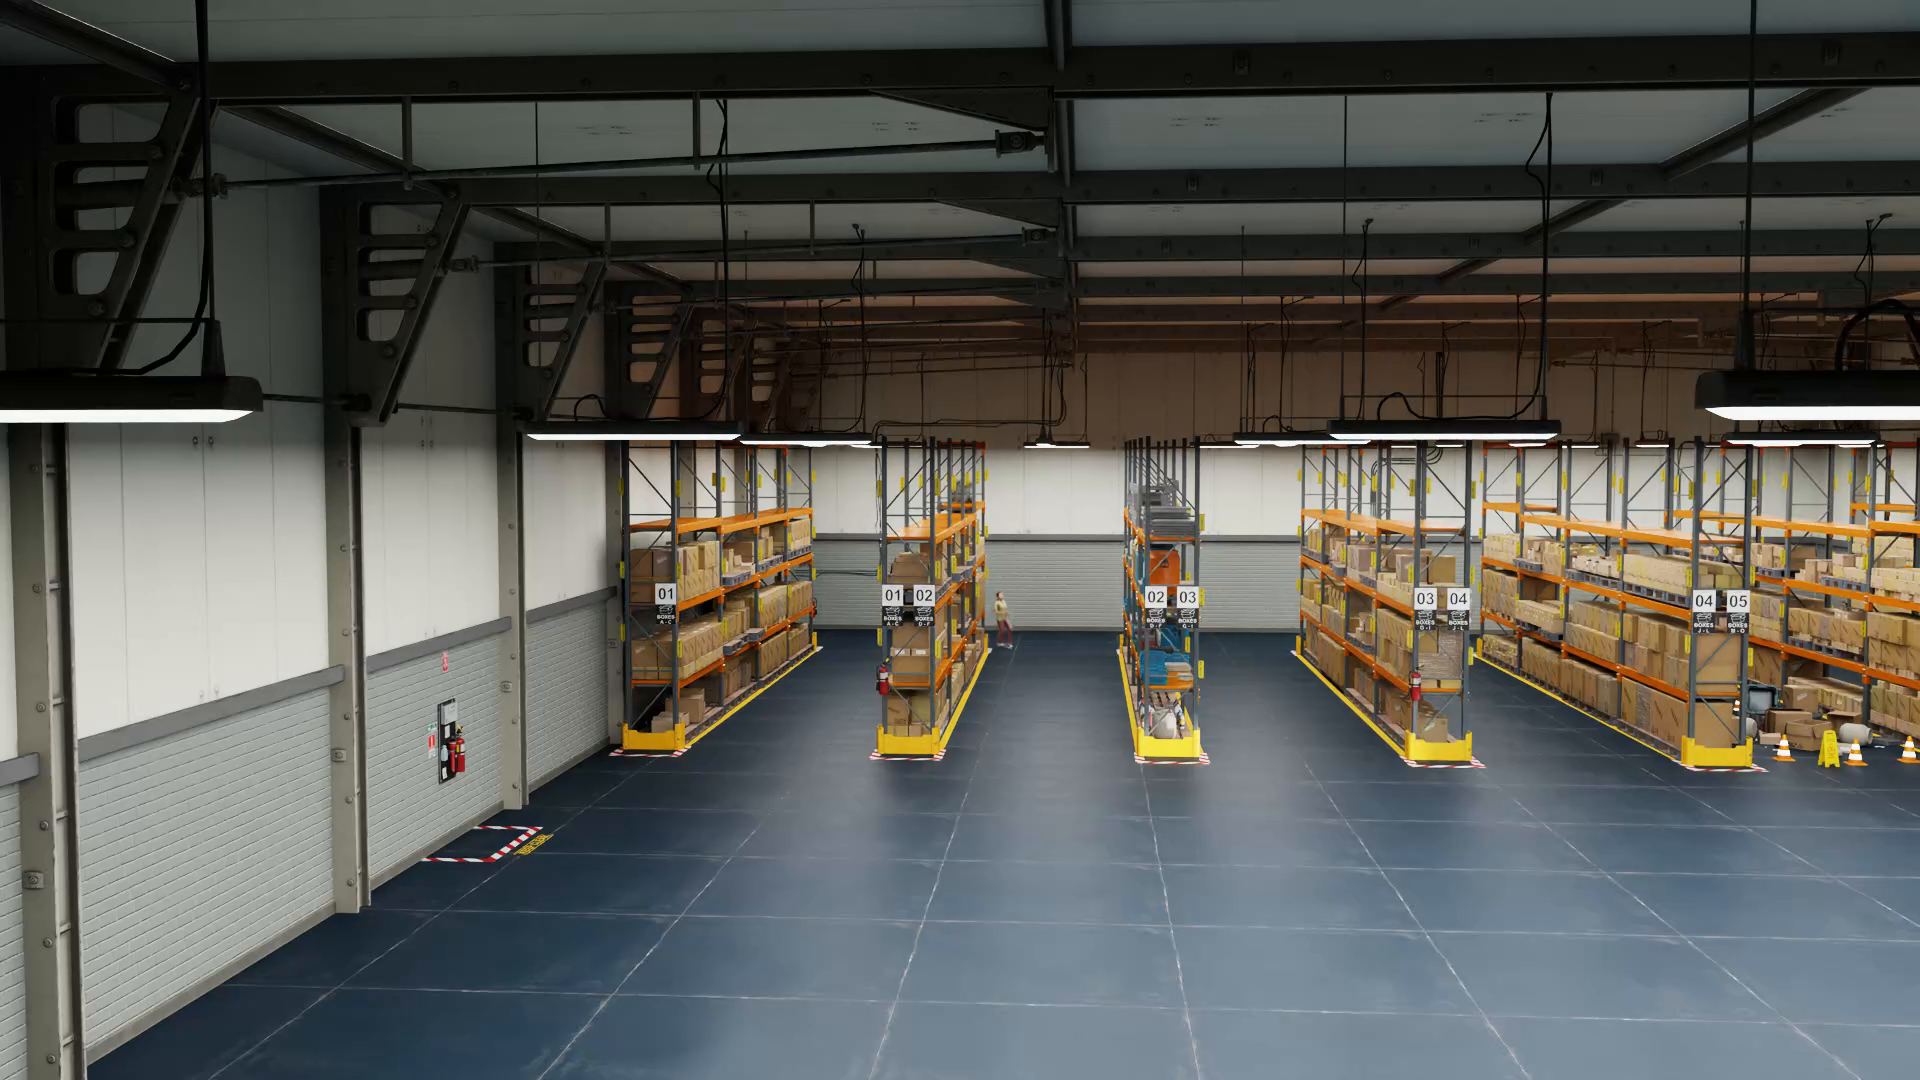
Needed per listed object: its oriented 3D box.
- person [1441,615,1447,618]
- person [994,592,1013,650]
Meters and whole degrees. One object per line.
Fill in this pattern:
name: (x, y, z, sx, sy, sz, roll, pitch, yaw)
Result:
person: (13.391, 2.356, 46.629, 0.918, 1.780, 0.702, -3, 4, -43)
person: (1.208, 2.327, 48.171, 0.562, 1.674, 0.710, -2, 4, -36)
